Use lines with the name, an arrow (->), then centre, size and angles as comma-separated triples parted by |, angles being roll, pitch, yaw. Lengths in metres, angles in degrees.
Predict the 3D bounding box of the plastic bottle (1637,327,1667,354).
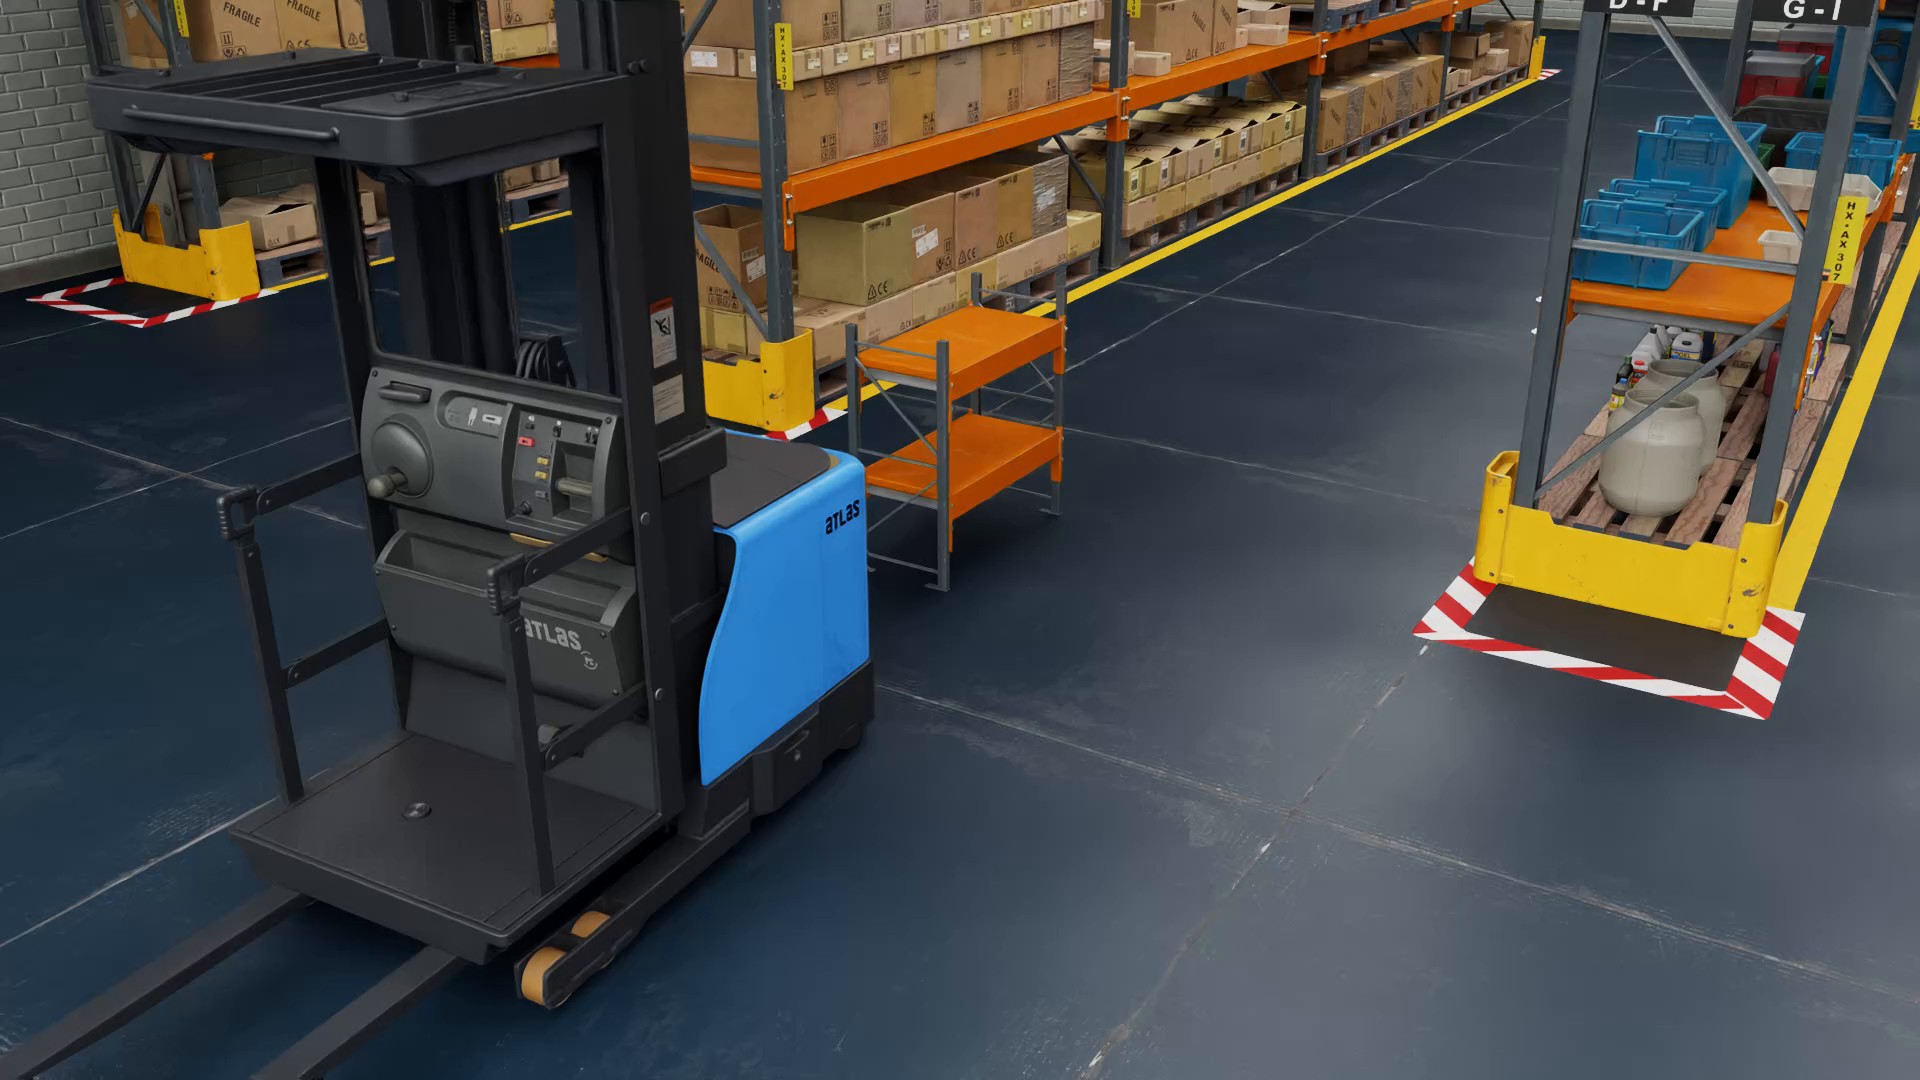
plastic bottle -> 3.750, -0.990, 9.043 | 0.144, 0.351, 0.185 | 15, 28, 31

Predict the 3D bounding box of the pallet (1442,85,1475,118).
pallet -> 5.327, -5.151, 19.383 | 1.003, 0.211, 1.213 | 14, 27, 29

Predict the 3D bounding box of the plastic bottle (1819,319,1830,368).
plastic bottle -> 4.856, -1.168, 9.453 | 0.144, 0.351, 0.185 | 13, 27, 28

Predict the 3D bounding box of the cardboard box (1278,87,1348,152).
cardboard box -> 3.337, -3.997, 15.801 | 0.500, 0.500, 0.500 | 15, 28, 31

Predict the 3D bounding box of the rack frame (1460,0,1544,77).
rack frame -> 7.074, -7.549, 21.412 | 1.000, 3.000, 0.127 | 14, 27, 29

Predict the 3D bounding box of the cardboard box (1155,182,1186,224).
cardboard box -> 1.438, -2.686, 13.112 | 0.500, 0.250, 0.500 | 15, 27, 30

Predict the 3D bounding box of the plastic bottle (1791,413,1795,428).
plastic bottle -> 4.197, -0.684, 8.420 | 0.061, 0.283, 0.133 | 14, 27, 30

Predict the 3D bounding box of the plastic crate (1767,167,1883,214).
plastic crate -> 4.309, -1.738, 8.320 | 0.530, 0.136, 0.437 | 14, 27, 29

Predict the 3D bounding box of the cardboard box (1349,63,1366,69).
cardboard box -> 3.960, -4.792, 17.637 | 0.500, 0.500, 0.500 | 14, 27, 30

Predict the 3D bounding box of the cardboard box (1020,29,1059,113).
cardboard box -> 0.243, -3.214, 11.273 | 0.700, 0.500, 0.500 | 14, 27, 28

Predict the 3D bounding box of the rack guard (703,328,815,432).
rack guard -> -1.378, -0.994, 9.416 | 1.175, 0.500, 0.348 | 14, 27, 29

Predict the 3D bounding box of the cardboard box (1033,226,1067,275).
cardboard box -> 0.413, -2.061, 11.667 | 0.500, 0.250, 0.500 | 14, 27, 29

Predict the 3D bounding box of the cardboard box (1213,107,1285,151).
cardboard box -> 2.519, -3.632, 14.591 | 0.500, 0.311, 0.500 | 13, 27, 28

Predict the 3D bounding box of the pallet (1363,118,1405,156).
pallet -> 3.925, -4.223, 17.240 | 1.003, 0.211, 1.213 | 14, 27, 29

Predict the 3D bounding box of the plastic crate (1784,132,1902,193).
plastic crate -> 4.598, -1.961, 8.691 | 0.499, 0.251, 0.616 | 14, 27, 29

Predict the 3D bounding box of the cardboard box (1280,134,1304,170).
cardboard box -> 2.784, -3.551, 15.110 | 0.500, 0.250, 0.500 | 15, 27, 30

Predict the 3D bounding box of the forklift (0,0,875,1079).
forklift -> -1.459, -0.230, 4.591 | 1.130, 2.935, 3.031 | 12, 26, 26

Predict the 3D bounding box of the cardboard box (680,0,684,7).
cardboard box -> -2.868, -5.135, 15.157 | 0.700, 0.500, 0.500 | 17, 29, 34

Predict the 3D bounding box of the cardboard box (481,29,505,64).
cardboard box -> -3.980, -3.913, 13.178 | 0.500, 0.250, 0.500 | 14, 27, 29

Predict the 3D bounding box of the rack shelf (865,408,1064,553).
rack shelf -> 0.004, -0.294, 7.629 | 0.538, 0.278, 1.000 | 14, 27, 29

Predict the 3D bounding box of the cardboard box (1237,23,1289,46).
cardboard box -> 2.615, -4.372, 14.390 | 0.380, 0.149, 0.250 | 14, 27, 29

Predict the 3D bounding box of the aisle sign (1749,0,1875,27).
aisle sign -> 3.052, -2.217, 5.823 | 0.394, 0.787, 0.004 | 14, 27, 29

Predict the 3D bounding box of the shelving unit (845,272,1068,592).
shelving unit -> 0.004, -0.518, 7.532 | 0.538, 1.125, 1.048 | 14, 27, 29

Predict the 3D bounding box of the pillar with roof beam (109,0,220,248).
pillar with roof beam -> -2.284, -5.454, 9.022 | 9.100, 9.000, 0.400 | 14, 27, 29

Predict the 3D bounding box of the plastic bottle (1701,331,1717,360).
plastic bottle -> 4.295, -1.230, 9.597 | 0.144, 0.351, 0.185 | 14, 27, 29

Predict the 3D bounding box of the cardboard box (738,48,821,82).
cardboard box -> -0.976, -2.580, 8.991 | 0.380, 0.149, 0.250 | 14, 27, 29

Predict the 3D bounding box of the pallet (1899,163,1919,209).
pallet -> 8.085, -3.215, 14.911 | 1.003, 0.211, 1.213 | 14, 27, 29

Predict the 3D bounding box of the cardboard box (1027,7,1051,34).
cardboard box -> 0.377, -3.445, 10.990 | 0.380, 0.149, 0.250 | 14, 27, 29

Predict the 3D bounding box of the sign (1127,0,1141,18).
sign -> 1.217, -3.817, 11.602 | 0.100, 0.325, 0.005 | 14, 27, 29

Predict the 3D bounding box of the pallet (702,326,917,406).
pallet -> -0.998, -1.136, 10.109 | 1.003, 0.211, 1.213 | 14, 27, 29

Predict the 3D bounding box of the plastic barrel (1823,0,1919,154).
plastic barrel -> 5.412, -2.757, 9.711 | 0.600, 0.901, 0.708 | 14, 27, 29

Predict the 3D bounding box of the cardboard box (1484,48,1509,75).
cardboard box -> 6.470, -5.940, 20.602 | 0.500, 0.250, 0.500 | 14, 27, 29

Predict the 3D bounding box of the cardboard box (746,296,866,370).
cardboard box -> -0.894, -1.214, 9.711 | 0.500, 0.250, 0.500 | 14, 27, 29

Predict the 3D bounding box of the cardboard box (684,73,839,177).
cardboard box -> -1.108, -2.350, 9.276 | 0.700, 0.500, 0.500 | 14, 27, 29

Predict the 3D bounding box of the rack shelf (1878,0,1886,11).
rack shelf -> 3.896, -2.831, 7.644 | 1.077, 0.370, 4.000 | 14, 27, 29

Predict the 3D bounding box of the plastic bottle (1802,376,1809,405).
plastic bottle -> 4.456, -0.826, 8.851 | 0.097, 0.201, 0.097 | 0, 23, 0

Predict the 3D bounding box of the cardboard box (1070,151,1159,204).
cardboard box -> 1.174, -2.774, 12.610 | 0.500, 0.311, 0.500 | 14, 27, 29

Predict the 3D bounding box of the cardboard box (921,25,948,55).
cardboard box -> -0.298, -3.015, 9.996 | 0.380, 0.149, 0.250 | 13, 27, 28

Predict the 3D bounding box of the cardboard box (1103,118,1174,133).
cardboard box -> 1.517, -3.398, 14.049 | 0.500, 0.311, 0.500 | 13, 27, 28

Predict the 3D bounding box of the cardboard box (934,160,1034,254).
cardboard box -> 0.151, -2.236, 11.127 | 0.500, 0.500, 0.500 | 14, 27, 29

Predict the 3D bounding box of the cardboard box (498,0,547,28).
cardboard box -> -3.711, -4.426, 13.418 | 0.500, 0.500, 0.500 | 14, 27, 29

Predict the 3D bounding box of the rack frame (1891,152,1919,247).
rack frame -> 7.061, -3.810, 12.775 | 1.000, 3.000, 0.127 | 14, 27, 29

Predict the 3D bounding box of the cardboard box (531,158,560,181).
cardboard box -> -3.723, -3.251, 14.496 | 0.380, 0.166, 0.250 | 10, 25, 22

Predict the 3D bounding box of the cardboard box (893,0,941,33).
cardboard box -> -0.542, -3.312, 9.866 | 0.700, 0.500, 0.500 | 14, 27, 29

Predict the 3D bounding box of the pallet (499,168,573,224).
pallet -> -3.790, -3.022, 14.465 | 1.003, 0.211, 1.213 | 14, 27, 29

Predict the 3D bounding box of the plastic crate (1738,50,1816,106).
plastic crate -> 4.946, -2.717, 10.169 | 0.402, 0.464, 0.583 | 14, 27, 29

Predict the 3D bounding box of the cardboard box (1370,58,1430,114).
cardboard box -> 4.680, -4.862, 17.798 | 0.500, 0.500, 0.500 | 14, 27, 29

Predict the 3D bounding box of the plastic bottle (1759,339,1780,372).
plastic bottle -> 4.615, -1.092, 9.371 | 0.152, 0.276, 0.135 | 14, 27, 29

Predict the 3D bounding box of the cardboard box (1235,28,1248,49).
cardboard box -> 2.230, -4.291, 14.204 | 0.380, 0.149, 0.250 | 16, 28, 33
